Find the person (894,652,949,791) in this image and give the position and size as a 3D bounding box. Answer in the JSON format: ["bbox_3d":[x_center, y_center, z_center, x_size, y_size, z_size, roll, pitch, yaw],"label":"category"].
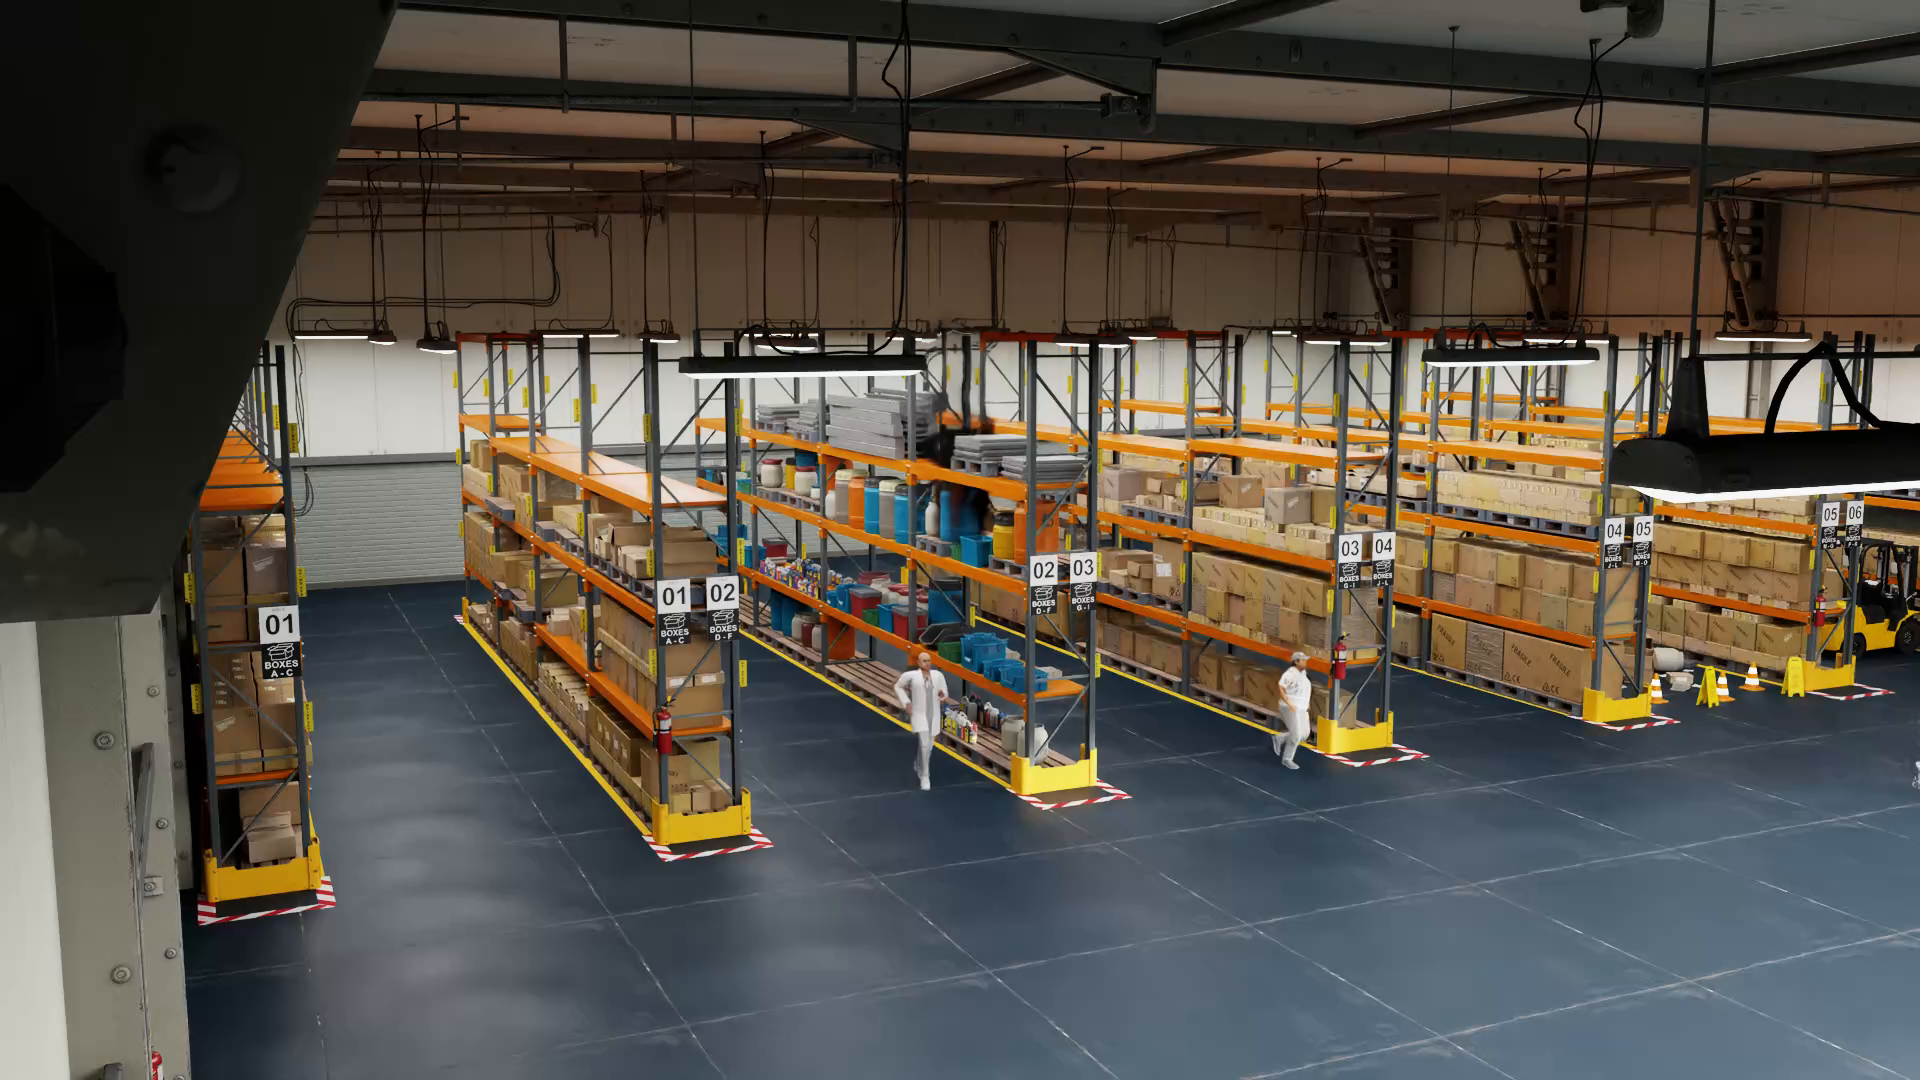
[{"bbox_3d":[-0.477,2.428,22.485,0.682,1.834,0.804,-4,9,-26],"label":"person"}]

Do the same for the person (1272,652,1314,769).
[{"bbox_3d":[4.707,2.381,23.584,0.555,1.621,0.647,7,11,44],"label":"person"}]
